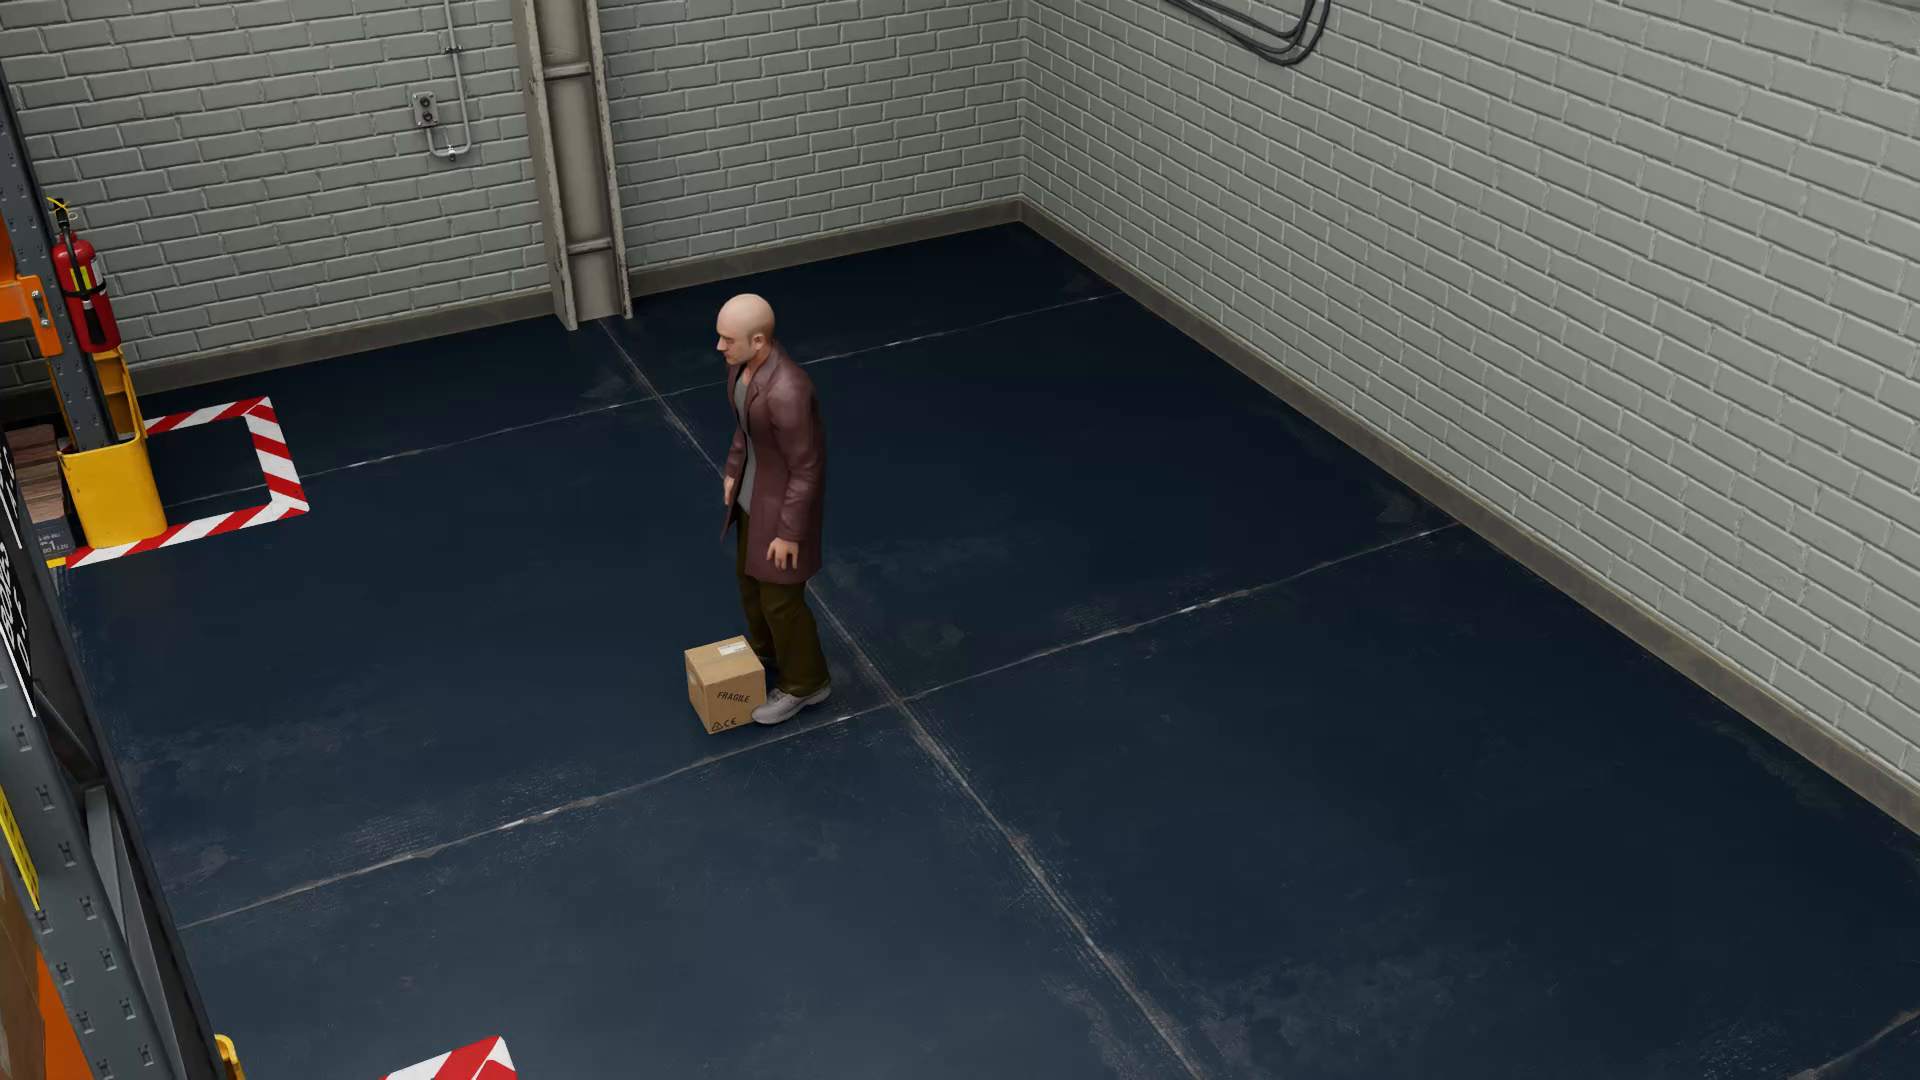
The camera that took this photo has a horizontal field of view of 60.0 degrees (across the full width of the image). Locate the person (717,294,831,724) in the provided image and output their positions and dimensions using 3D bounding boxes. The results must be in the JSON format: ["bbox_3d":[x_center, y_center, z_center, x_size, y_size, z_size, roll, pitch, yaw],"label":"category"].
[{"bbox_3d":[-0.726,-0.131,6.357,0.425,1.774,0.644,-16,36,-23],"label":"person"}]
